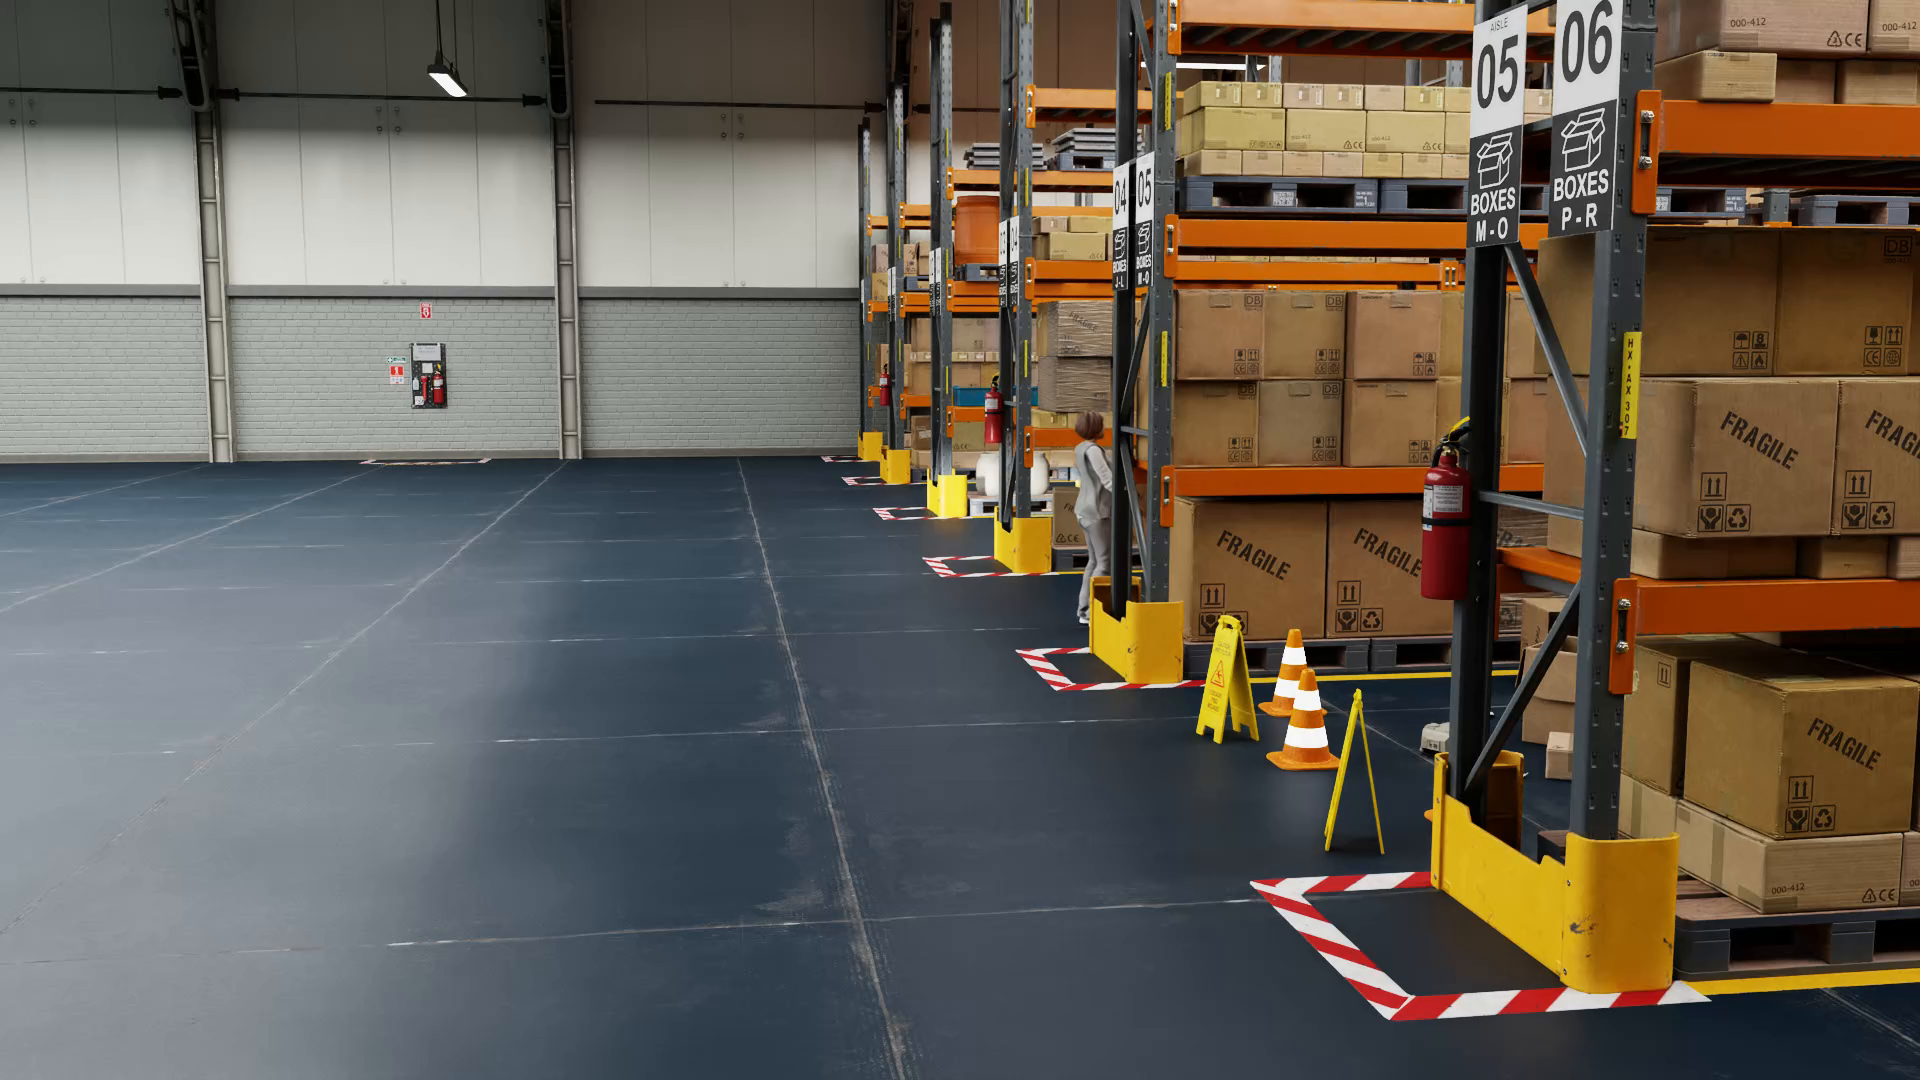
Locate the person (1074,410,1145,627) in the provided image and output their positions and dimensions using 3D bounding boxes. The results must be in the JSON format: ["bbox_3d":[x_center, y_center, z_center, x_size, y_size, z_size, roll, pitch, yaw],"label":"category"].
[{"bbox_3d":[1.078,-0.154,12.141,0.492,1.591,0.404,-1,7,-8],"label":"person"}]
